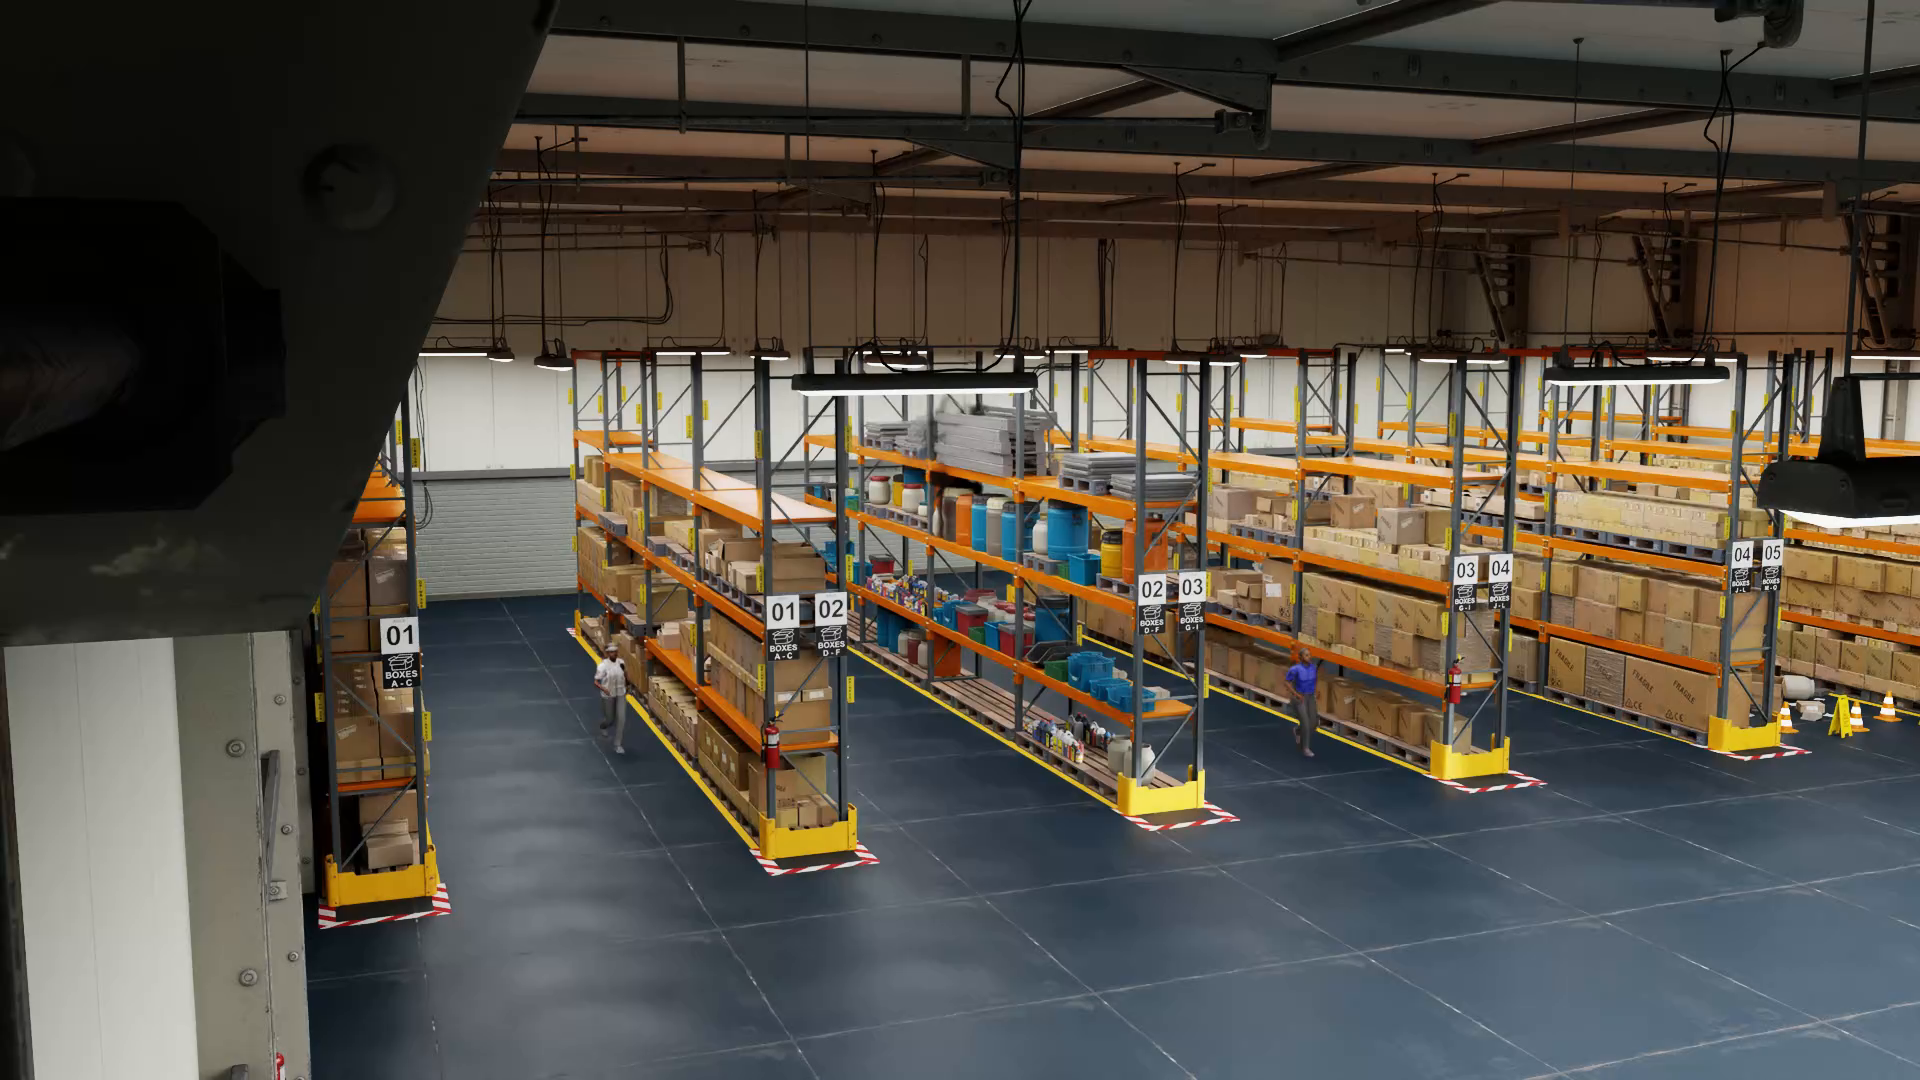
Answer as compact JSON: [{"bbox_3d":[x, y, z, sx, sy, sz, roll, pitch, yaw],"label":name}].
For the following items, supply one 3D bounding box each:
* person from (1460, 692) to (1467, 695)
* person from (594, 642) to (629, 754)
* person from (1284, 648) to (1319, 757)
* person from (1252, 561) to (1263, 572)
[{"bbox_3d":[8.800,1.845,29.197,0.726,1.747,0.633,-3,8,-24],"label":"person"},{"bbox_3d":[-5.277,2.369,25.309,0.578,1.684,0.782,-4,8,-31],"label":"person"},{"bbox_3d":[5.146,2.419,25.070,0.587,1.626,0.601,-3,8,-24],"label":"person"},{"bbox_3d":[7.674,0.261,41.875,0.780,1.748,0.663,-3,8,-24],"label":"person"}]
